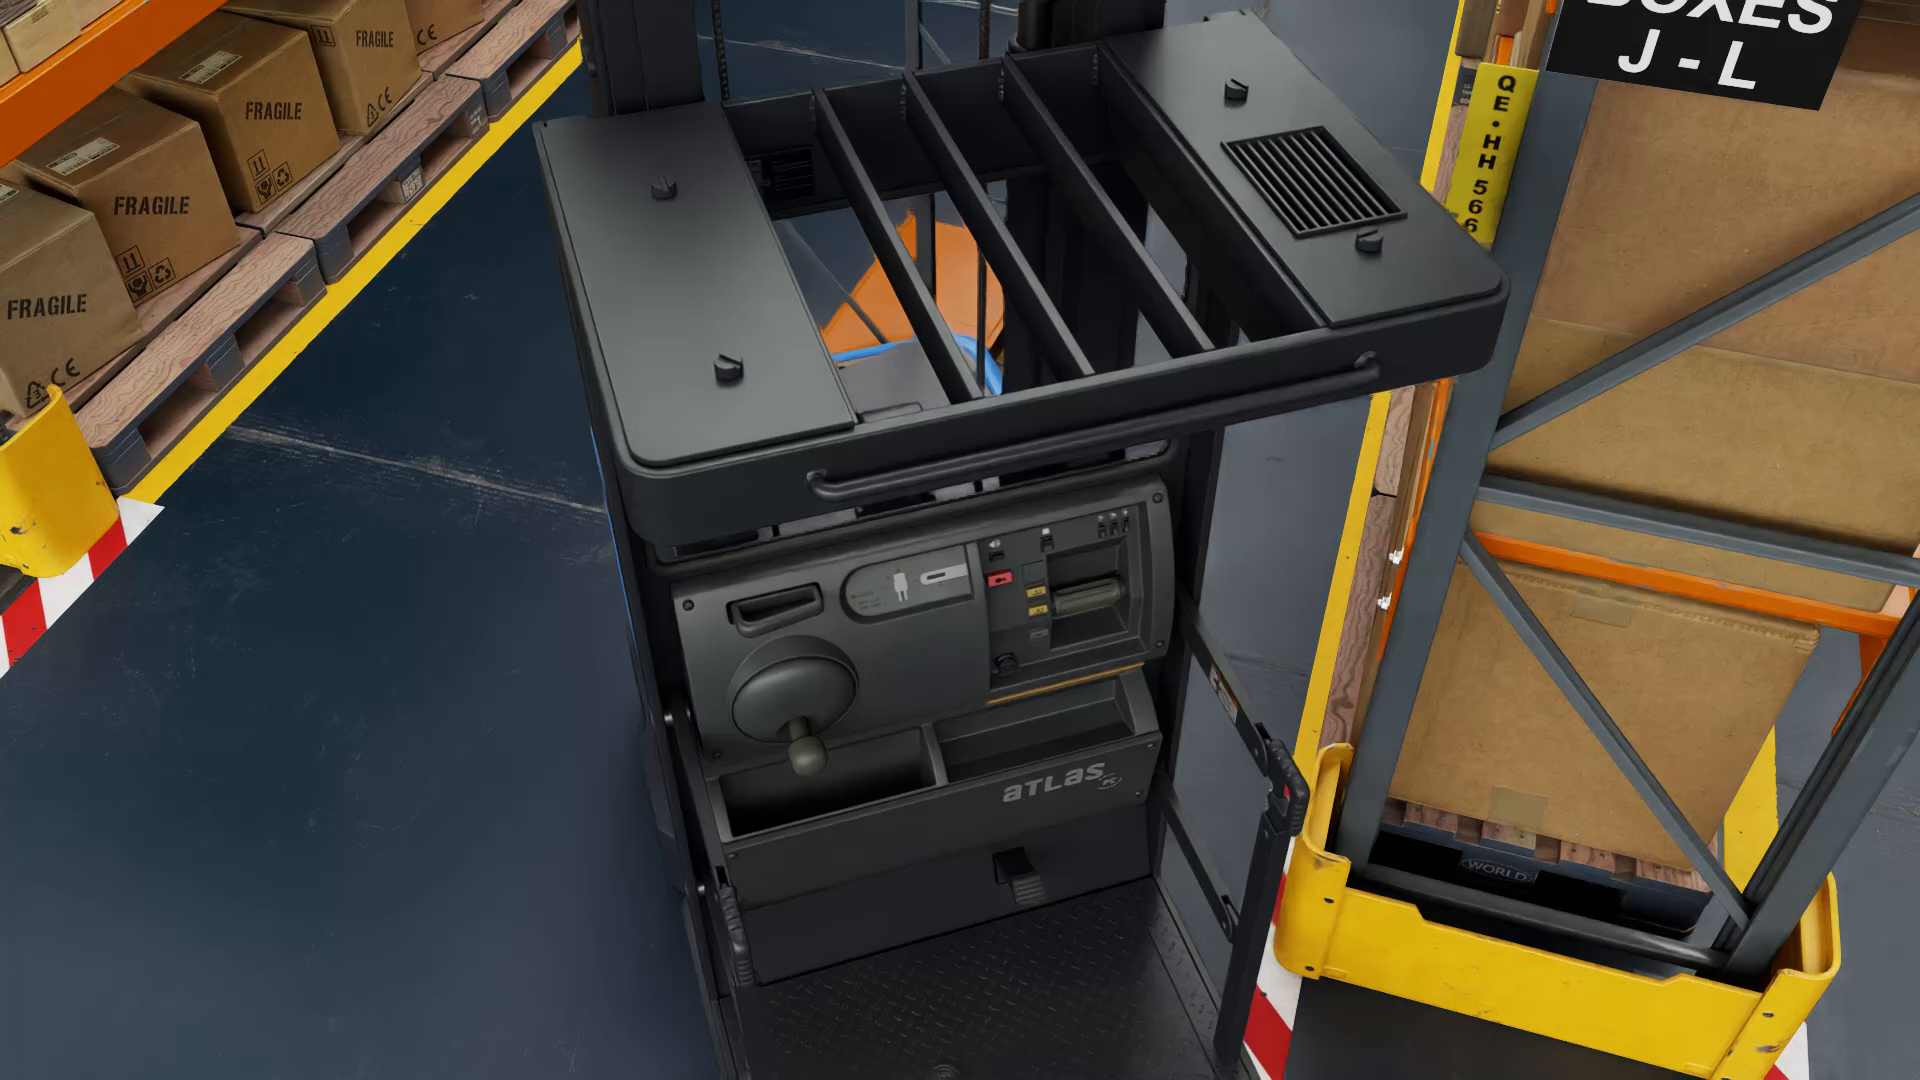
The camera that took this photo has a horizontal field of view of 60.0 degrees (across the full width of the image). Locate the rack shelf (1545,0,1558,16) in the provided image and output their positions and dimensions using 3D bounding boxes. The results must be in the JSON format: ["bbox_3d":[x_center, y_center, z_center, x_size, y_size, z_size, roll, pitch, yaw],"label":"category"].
[{"bbox_3d":[1.995,-2.161,3.683,1.077,0.370,4.000,13,46,13],"label":"rack shelf"}]

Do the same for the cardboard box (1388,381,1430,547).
[{"bbox_3d":[1.796,-0.456,4.790,0.875,0.875,0.875,12,46,12],"label":"cardboard box"}]

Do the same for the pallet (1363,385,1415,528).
[{"bbox_3d":[1.928,-0.376,5.483,1.003,0.211,1.213,13,46,13],"label":"pallet"}]

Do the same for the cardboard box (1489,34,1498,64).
[{"bbox_3d":[2.074,-1.063,5.411,0.875,0.875,0.875,13,46,13],"label":"cardboard box"}]

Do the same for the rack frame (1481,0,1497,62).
[{"bbox_3d":[2.601,-2.679,5.843,1.000,3.000,0.127,13,46,13],"label":"rack frame"}]

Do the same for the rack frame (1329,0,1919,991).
[{"bbox_3d":[1.389,-0.013,3.118,1.000,3.000,0.127,13,46,13],"label":"rack frame"}]

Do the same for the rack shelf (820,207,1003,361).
[{"bbox_3d":[-0.113,-0.630,5.078,0.538,0.185,1.000,16,46,15],"label":"rack shelf"}]

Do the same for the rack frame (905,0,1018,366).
[{"bbox_3d":[0.074,-1.089,5.290,0.500,1.500,0.032,16,46,15],"label":"rack frame"}]

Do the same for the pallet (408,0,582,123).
[{"bbox_3d":[-2.266,-2.345,7.495,1.003,0.211,1.213,13,46,13],"label":"pallet"}]

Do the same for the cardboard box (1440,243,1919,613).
[{"bbox_3d":[1.458,-0.323,3.328,0.875,0.550,0.550,13,46,13],"label":"cardboard box"}]

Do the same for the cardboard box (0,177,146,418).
[{"bbox_3d":[-3.102,-0.800,5.410,0.500,0.500,0.500,21,48,20],"label":"cardboard box"}]

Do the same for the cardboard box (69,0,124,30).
[{"bbox_3d":[-2.754,-1.677,4.999,0.380,0.149,0.250,13,46,13],"label":"cardboard box"}]

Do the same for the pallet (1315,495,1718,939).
[{"bbox_3d":[1.557,0.435,4.655,1.003,0.211,1.213,13,46,13],"label":"pallet"}]

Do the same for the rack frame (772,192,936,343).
[{"bbox_3d":[-0.301,-0.428,4.615,0.500,1.500,0.032,16,46,15],"label":"rack frame"}]

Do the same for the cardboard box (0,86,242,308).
[{"bbox_3d":[-2.954,-1.206,5.824,0.500,0.500,0.500,24,49,23],"label":"cardboard box"}]

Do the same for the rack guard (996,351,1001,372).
[{"bbox_3d":[0.074,-0.641,5.726,0.587,0.250,0.087,16,46,15],"label":"rack guard"}]

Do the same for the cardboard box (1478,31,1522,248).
[{"bbox_3d":[1.604,-0.694,3.708,0.875,0.550,0.550,13,46,13],"label":"cardboard box"}]

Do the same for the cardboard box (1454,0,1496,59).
[{"bbox_3d":[2.703,-2.458,6.925,1.050,0.750,0.750,12,46,12],"label":"cardboard box"}]

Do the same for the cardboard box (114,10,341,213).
[{"bbox_3d":[-2.746,-1.619,6.247,0.500,0.500,0.500,17,47,16],"label":"cardboard box"}]

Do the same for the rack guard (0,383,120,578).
[{"bbox_3d":[-3.284,-0.288,5.187,1.175,0.500,0.348,13,46,13],"label":"rack guard"}]

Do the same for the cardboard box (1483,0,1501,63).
[{"bbox_3d":[2.343,-1.665,6.026,0.875,0.875,0.875,13,46,13],"label":"cardboard box"}]

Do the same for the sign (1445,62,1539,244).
[{"bbox_3d":[0.876,-0.635,2.757,0.100,0.325,0.005,13,46,13],"label":"sign"}]

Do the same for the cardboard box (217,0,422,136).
[{"bbox_3d":[-2.534,-1.981,6.617,0.500,0.500,0.500,9,45,9],"label":"cardboard box"}]

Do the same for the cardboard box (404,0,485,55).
[{"bbox_3d":[-2.421,-2.412,7.057,0.500,0.500,0.500,27,50,25],"label":"cardboard box"}]

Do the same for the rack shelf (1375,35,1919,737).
[{"bbox_3d":[1.995,-1.089,4.732,1.077,0.370,4.000,13,46,13],"label":"rack shelf"}]

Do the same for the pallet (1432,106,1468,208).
[{"bbox_3d":[2.296,-1.192,6.317,1.003,0.211,1.213,13,46,13],"label":"pallet"}]

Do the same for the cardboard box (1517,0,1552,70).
[{"bbox_3d":[1.617,-1.077,3.327,0.875,0.550,0.550,13,46,13],"label":"cardboard box"}]

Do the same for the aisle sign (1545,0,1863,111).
[{"bbox_3d":[1.082,-0.958,2.226,0.394,0.787,0.004,13,46,13],"label":"aisle sign"}]

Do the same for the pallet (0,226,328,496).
[{"bbox_3d":[-3.004,-0.718,5.833,1.003,0.211,1.213,13,46,13],"label":"pallet"}]

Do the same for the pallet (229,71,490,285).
[{"bbox_3d":[-2.633,-1.529,6.662,1.003,0.211,1.213,13,46,13],"label":"pallet"}]

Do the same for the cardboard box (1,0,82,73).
[{"bbox_3d":[-2.810,-1.506,4.824,0.380,0.149,0.250,13,46,13],"label":"cardboard box"}]

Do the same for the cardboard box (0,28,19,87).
[{"bbox_3d":[-2.900,-1.343,4.657,0.380,0.149,0.250,13,46,13],"label":"cardboard box"}]

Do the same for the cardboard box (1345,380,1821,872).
[{"bbox_3d":[1.532,0.131,4.191,0.875,0.875,0.875,13,46,13],"label":"cardboard box"}]

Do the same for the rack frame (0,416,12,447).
[{"bbox_3d":[-3.307,-1.130,4.261,1.000,3.000,0.127,13,46,13],"label":"rack frame"}]

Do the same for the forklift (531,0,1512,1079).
[{"bbox_3d":[0.022,0.250,2.899,1.130,2.935,3.031,-13,46,-13],"label":"forklift"}]

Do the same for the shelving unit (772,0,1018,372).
[{"bbox_3d":[-0.110,-0.764,4.958,0.587,1.500,1.083,16,46,15],"label":"shelving unit"}]

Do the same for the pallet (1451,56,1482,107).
[{"bbox_3d":[2.762,-2.212,7.360,1.003,0.211,1.213,13,46,13],"label":"pallet"}]

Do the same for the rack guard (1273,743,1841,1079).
[{"bbox_3d":[1.382,0.897,3.976,1.175,0.500,0.348,13,46,13],"label":"rack guard"}]

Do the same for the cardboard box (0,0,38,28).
[{"bbox_3d":[-3.114,-1.633,4.490,0.875,0.500,0.500,13,46,13],"label":"cardboard box"}]

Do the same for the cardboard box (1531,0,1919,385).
[{"bbox_3d":[1.539,-0.691,2.932,0.875,0.550,0.550,13,46,13],"label":"cardboard box"}]

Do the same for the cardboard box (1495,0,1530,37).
[{"bbox_3d":[2.080,-1.777,4.815,0.875,0.550,0.550,13,46,13],"label":"cardboard box"}]
